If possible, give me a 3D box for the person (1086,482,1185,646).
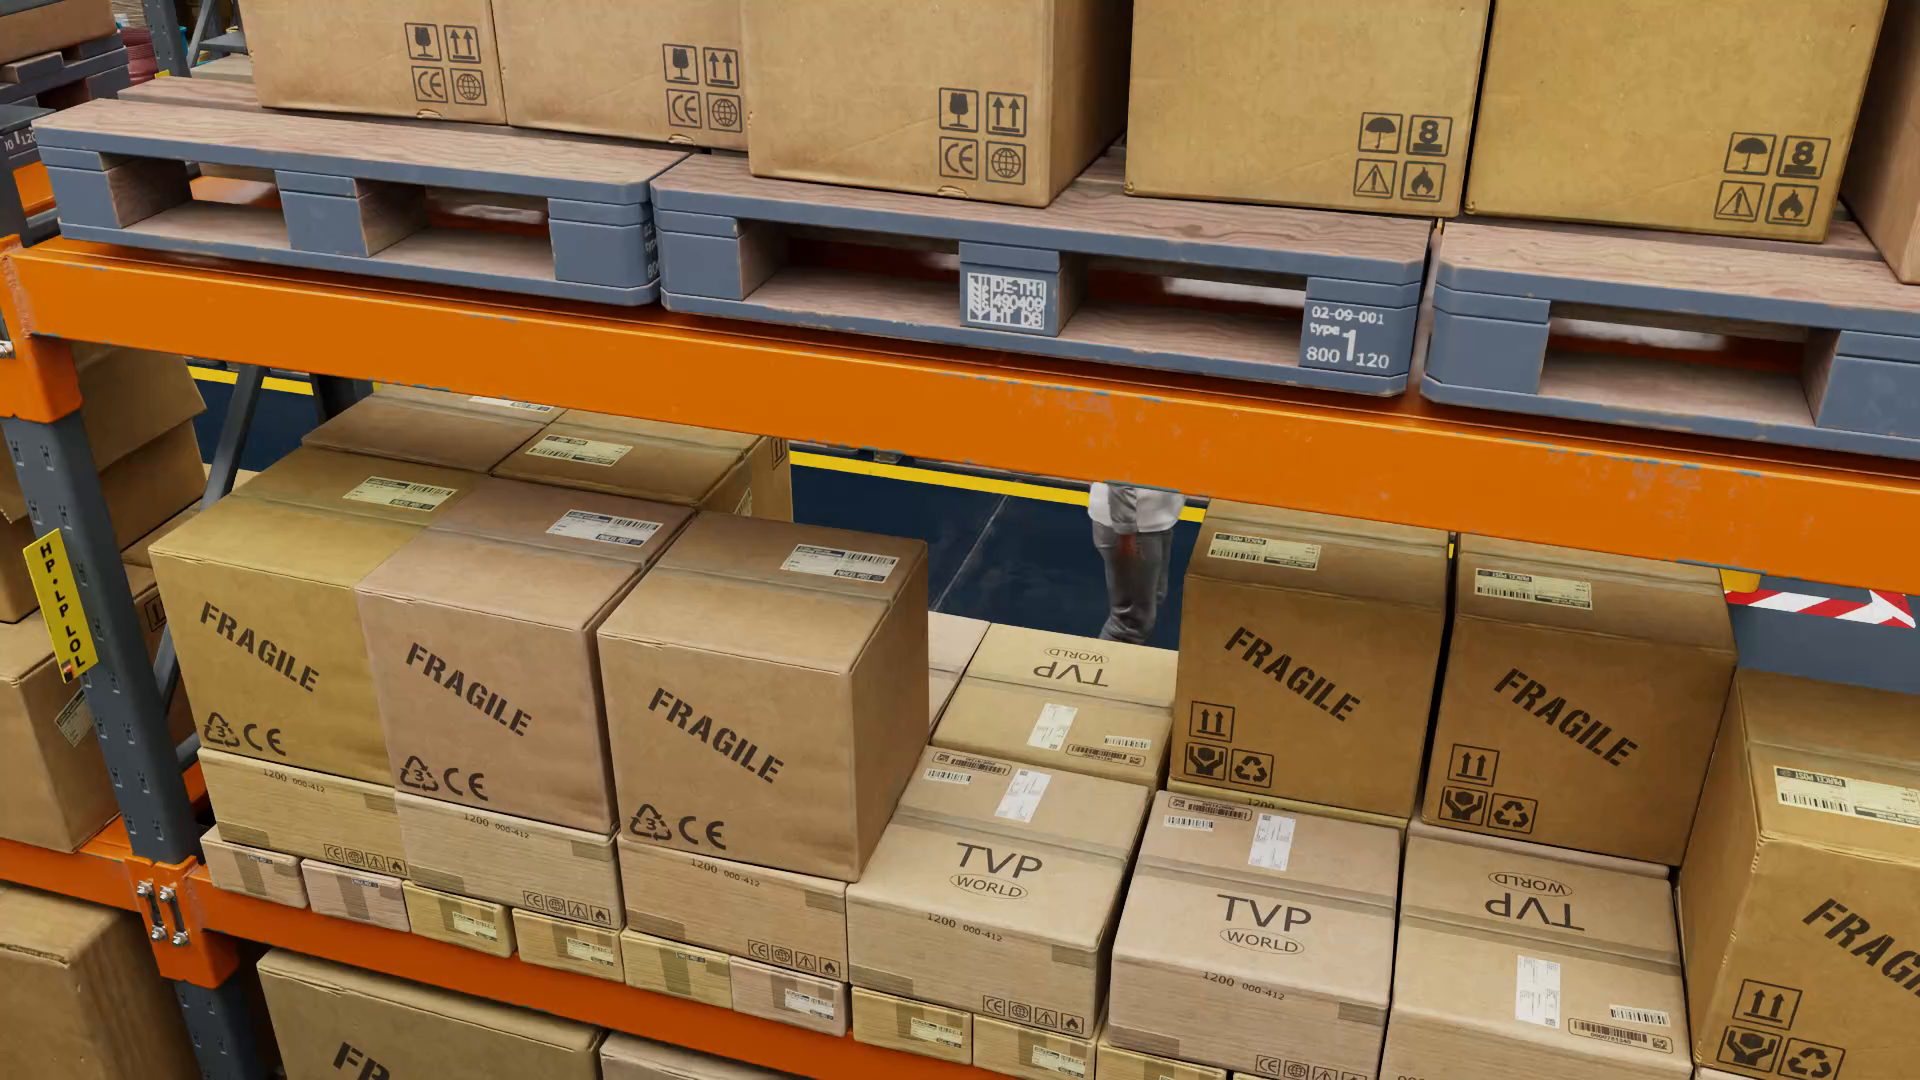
[{"bbox_3d":[0.677,-0.117,6.326,0.363,1.763,0.535,9,30,16],"label":"person"}]
